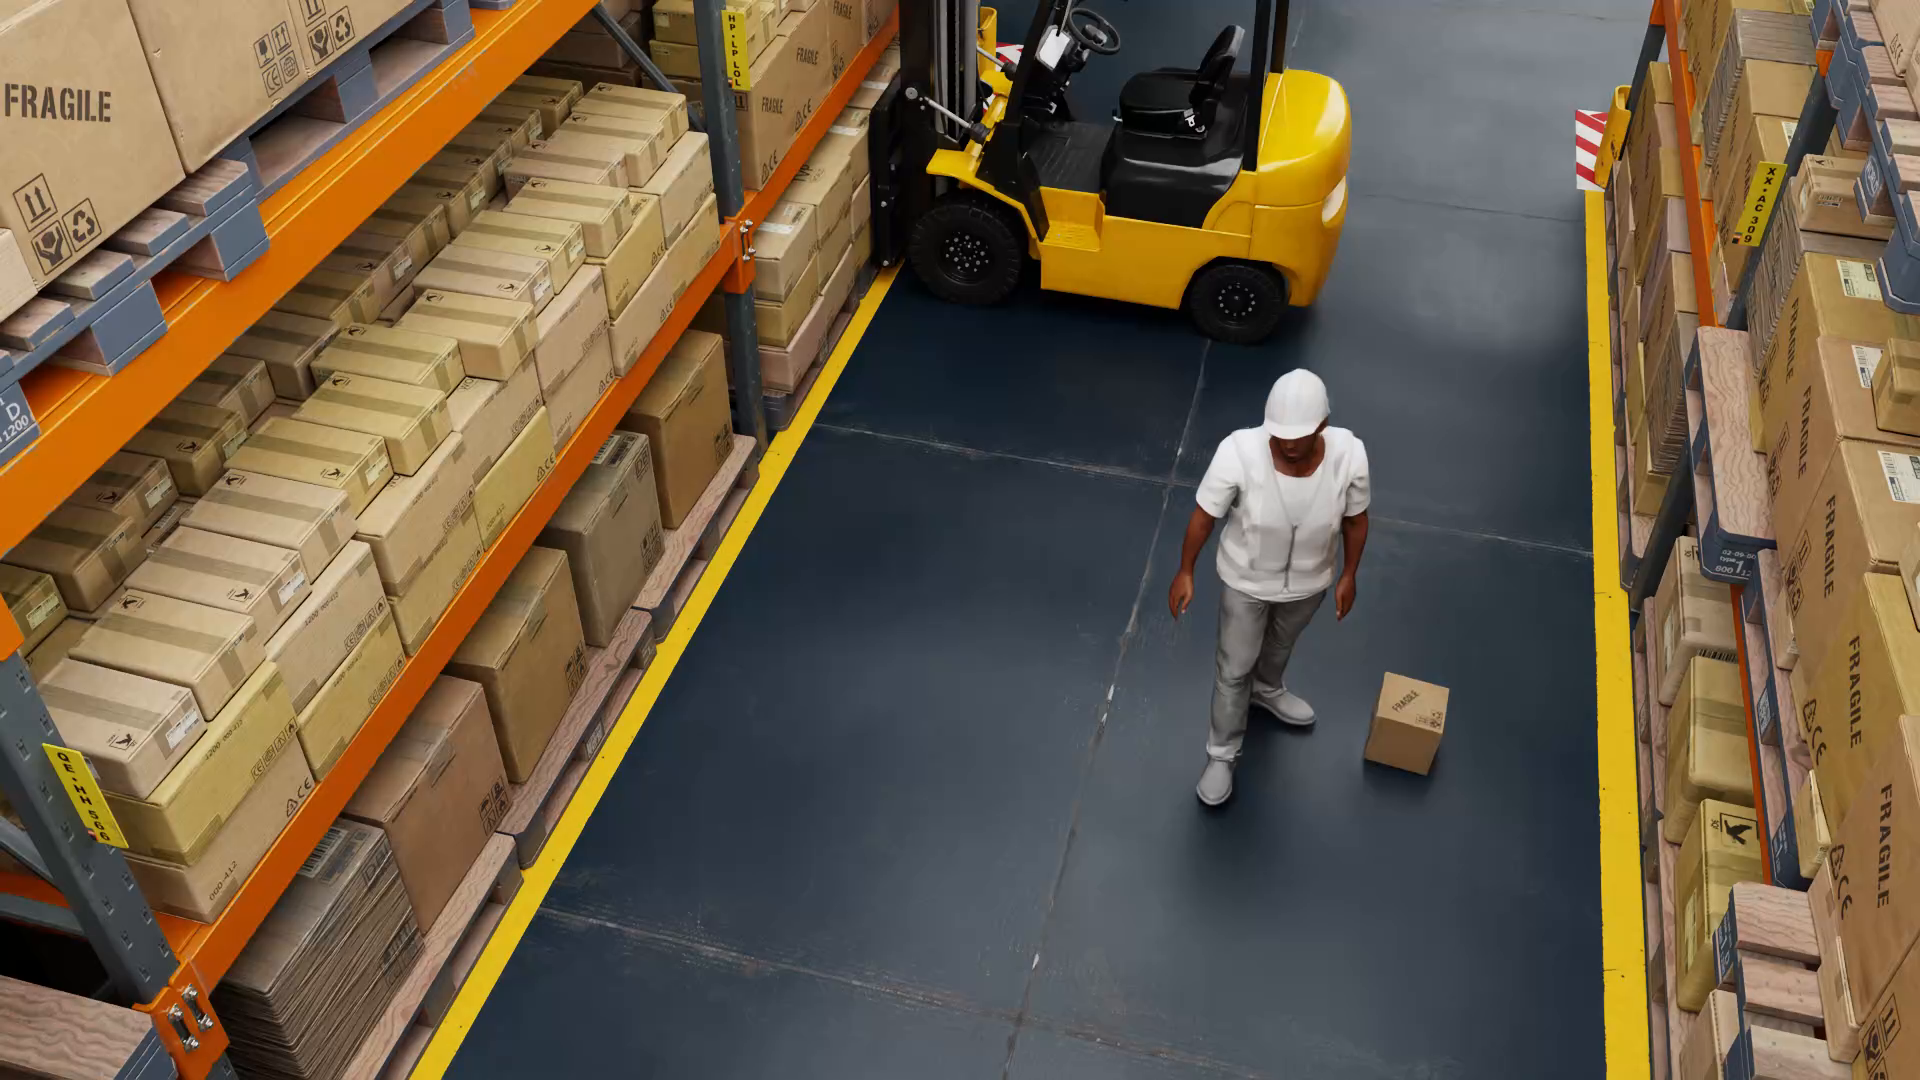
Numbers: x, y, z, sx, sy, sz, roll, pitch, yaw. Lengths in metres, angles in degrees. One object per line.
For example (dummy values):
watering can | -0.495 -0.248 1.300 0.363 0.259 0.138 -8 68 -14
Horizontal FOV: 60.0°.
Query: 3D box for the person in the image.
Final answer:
person | 1.101 0.156 5.950 0.682 1.767 0.635 -3 41 -4
